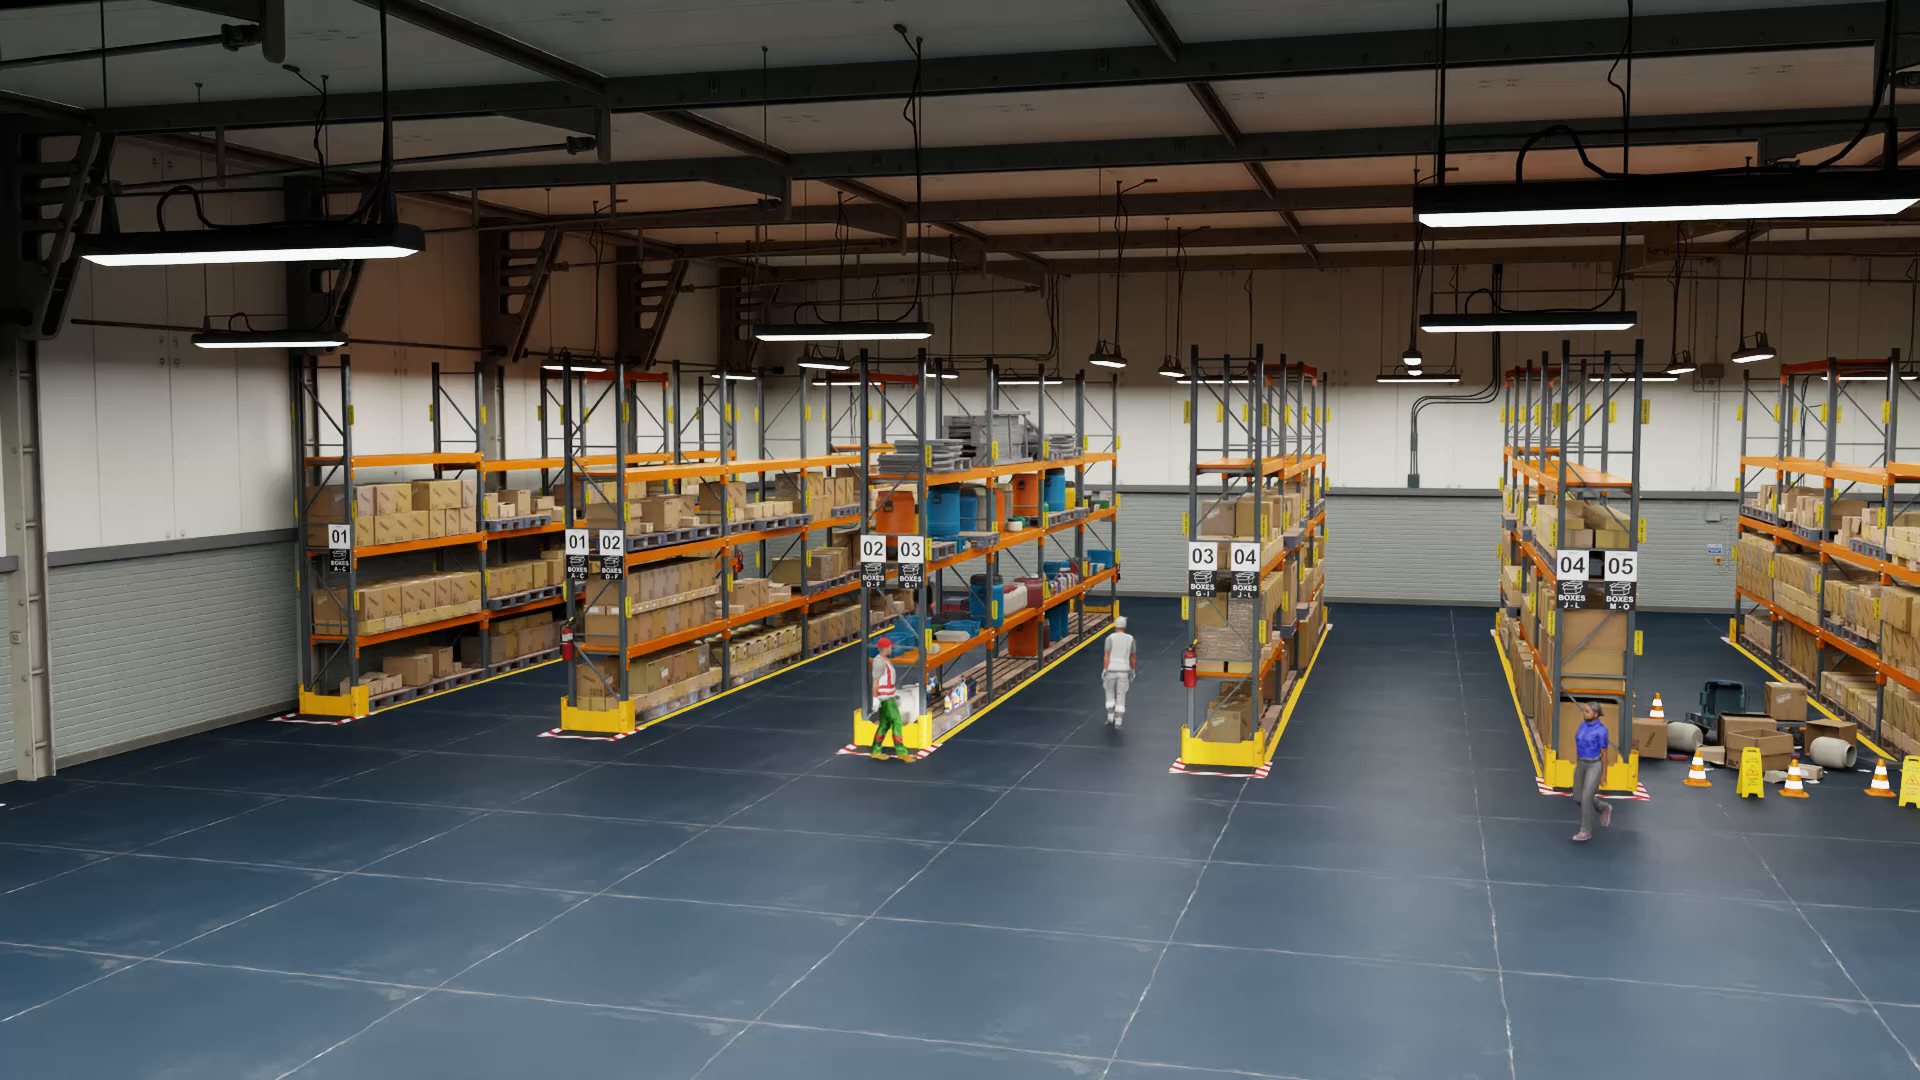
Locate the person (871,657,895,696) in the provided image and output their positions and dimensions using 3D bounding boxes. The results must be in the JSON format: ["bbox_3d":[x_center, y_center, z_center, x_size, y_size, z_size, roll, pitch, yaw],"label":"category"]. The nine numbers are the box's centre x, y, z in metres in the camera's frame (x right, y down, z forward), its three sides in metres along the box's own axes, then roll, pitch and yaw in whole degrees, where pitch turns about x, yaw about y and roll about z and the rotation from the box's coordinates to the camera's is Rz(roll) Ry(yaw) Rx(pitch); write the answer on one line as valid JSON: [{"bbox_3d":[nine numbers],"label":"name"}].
[{"bbox_3d":[-1.105,1.960,24.062,0.323,0.556,0.410,0,4,5],"label":"person"}]

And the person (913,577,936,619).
[{"bbox_3d":[-0.777,1.484,36.951,0.547,1.490,0.948,1,4,12],"label":"person"}]

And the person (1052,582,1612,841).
[{"bbox_3d":[4.612,2.197,26.849,1.290,1.563,15.975,-2,5,-24],"label":"person"}]

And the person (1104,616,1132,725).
[{"bbox_3d":[2.522,2.076,26.575,0.445,1.704,0.542,0,4,5],"label":"person"}]
